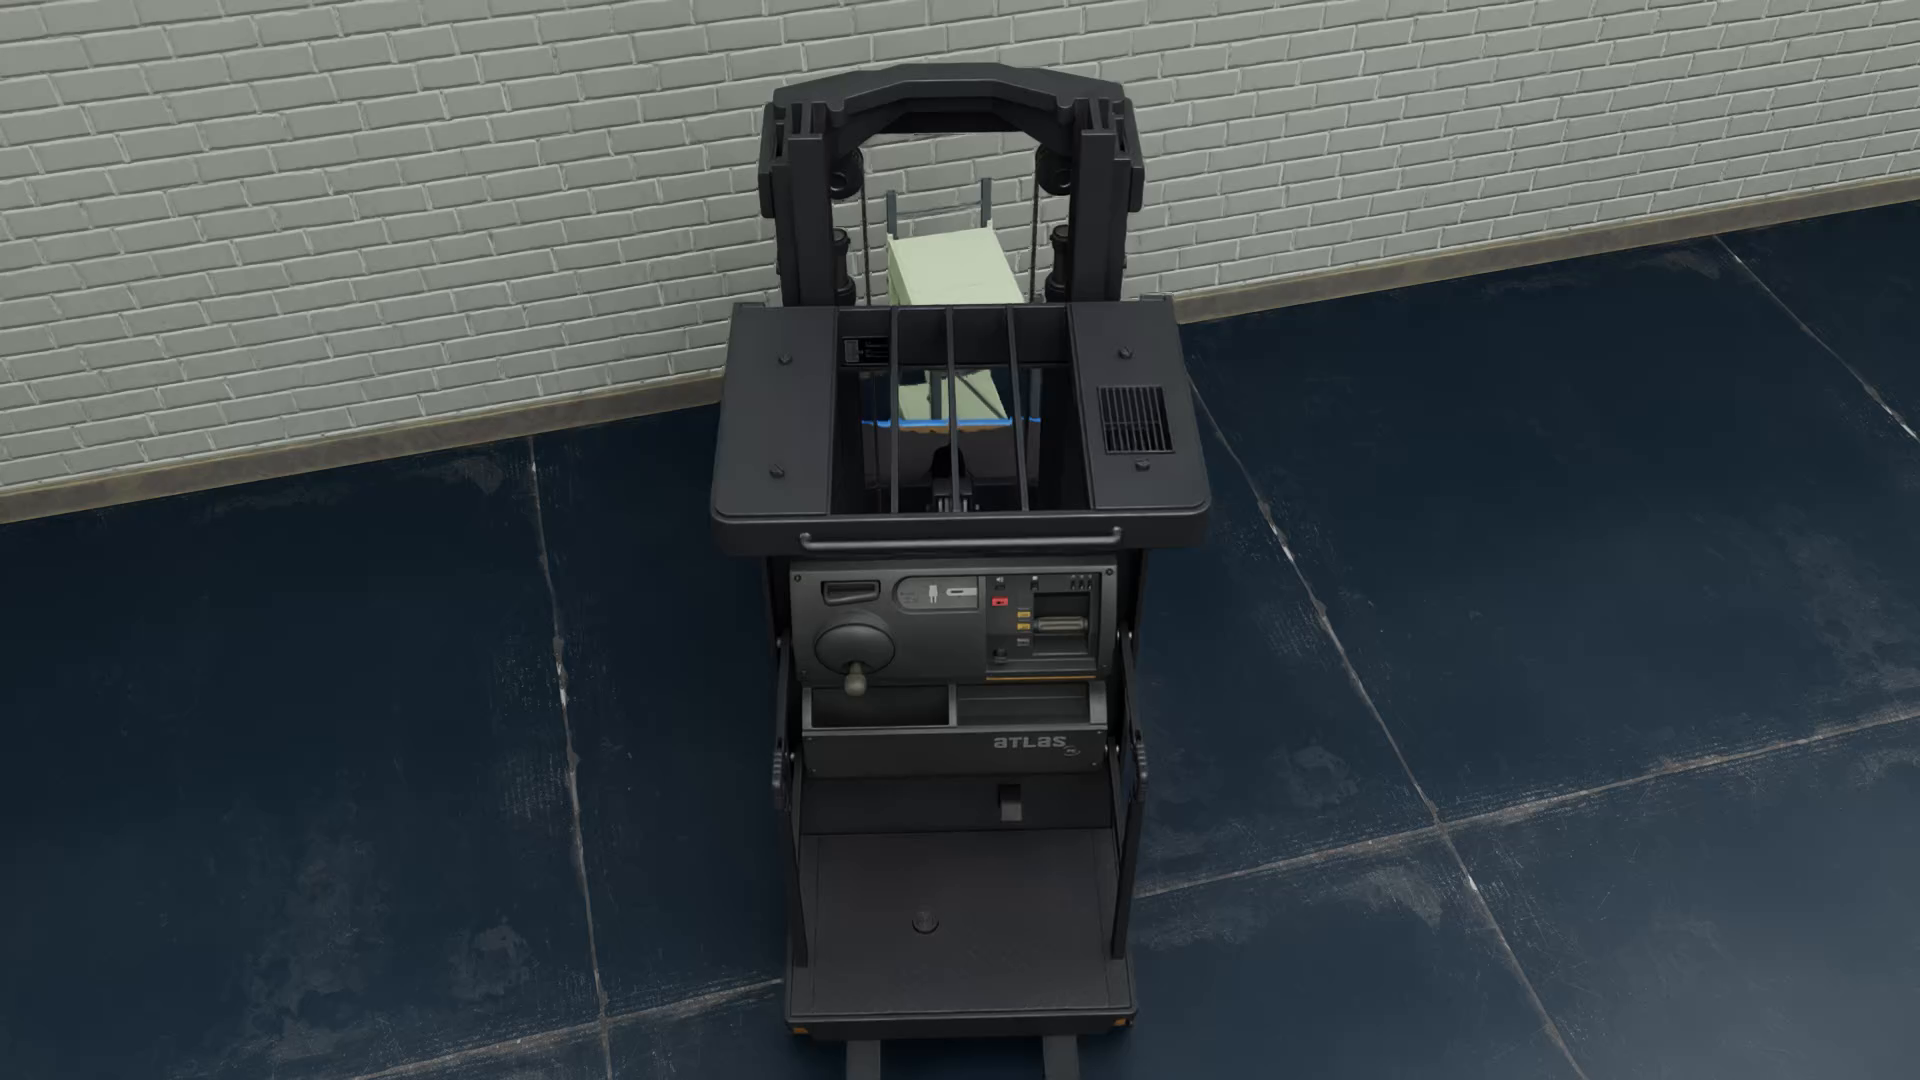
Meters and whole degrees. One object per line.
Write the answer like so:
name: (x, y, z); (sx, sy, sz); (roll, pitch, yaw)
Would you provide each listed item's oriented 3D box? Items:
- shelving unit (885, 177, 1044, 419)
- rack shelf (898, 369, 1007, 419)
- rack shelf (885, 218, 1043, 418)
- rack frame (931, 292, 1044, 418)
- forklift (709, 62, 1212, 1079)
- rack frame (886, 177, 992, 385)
shelving unit: (0.007, -0.543, 6.483); (0.431, 1.500, 0.755); (-10, 46, -9)
rack shelf: (0.007, -0.315, 6.715); (0.431, 0.370, 0.720); (-10, 46, -9)
rack shelf: (0.007, -0.816, 6.204); (0.431, 0.370, 0.720); (-10, 46, -9)
rack frame: (0.093, -0.289, 6.233); (0.400, 1.500, 0.023); (-10, 46, -9)
forklift: (-0.009, 0.341, 4.614); (1.130, 2.935, 3.031); (-1, 46, -1)
rack frame: (-0.079, -0.797, 6.732); (0.400, 1.500, 0.023); (-10, 46, -9)
